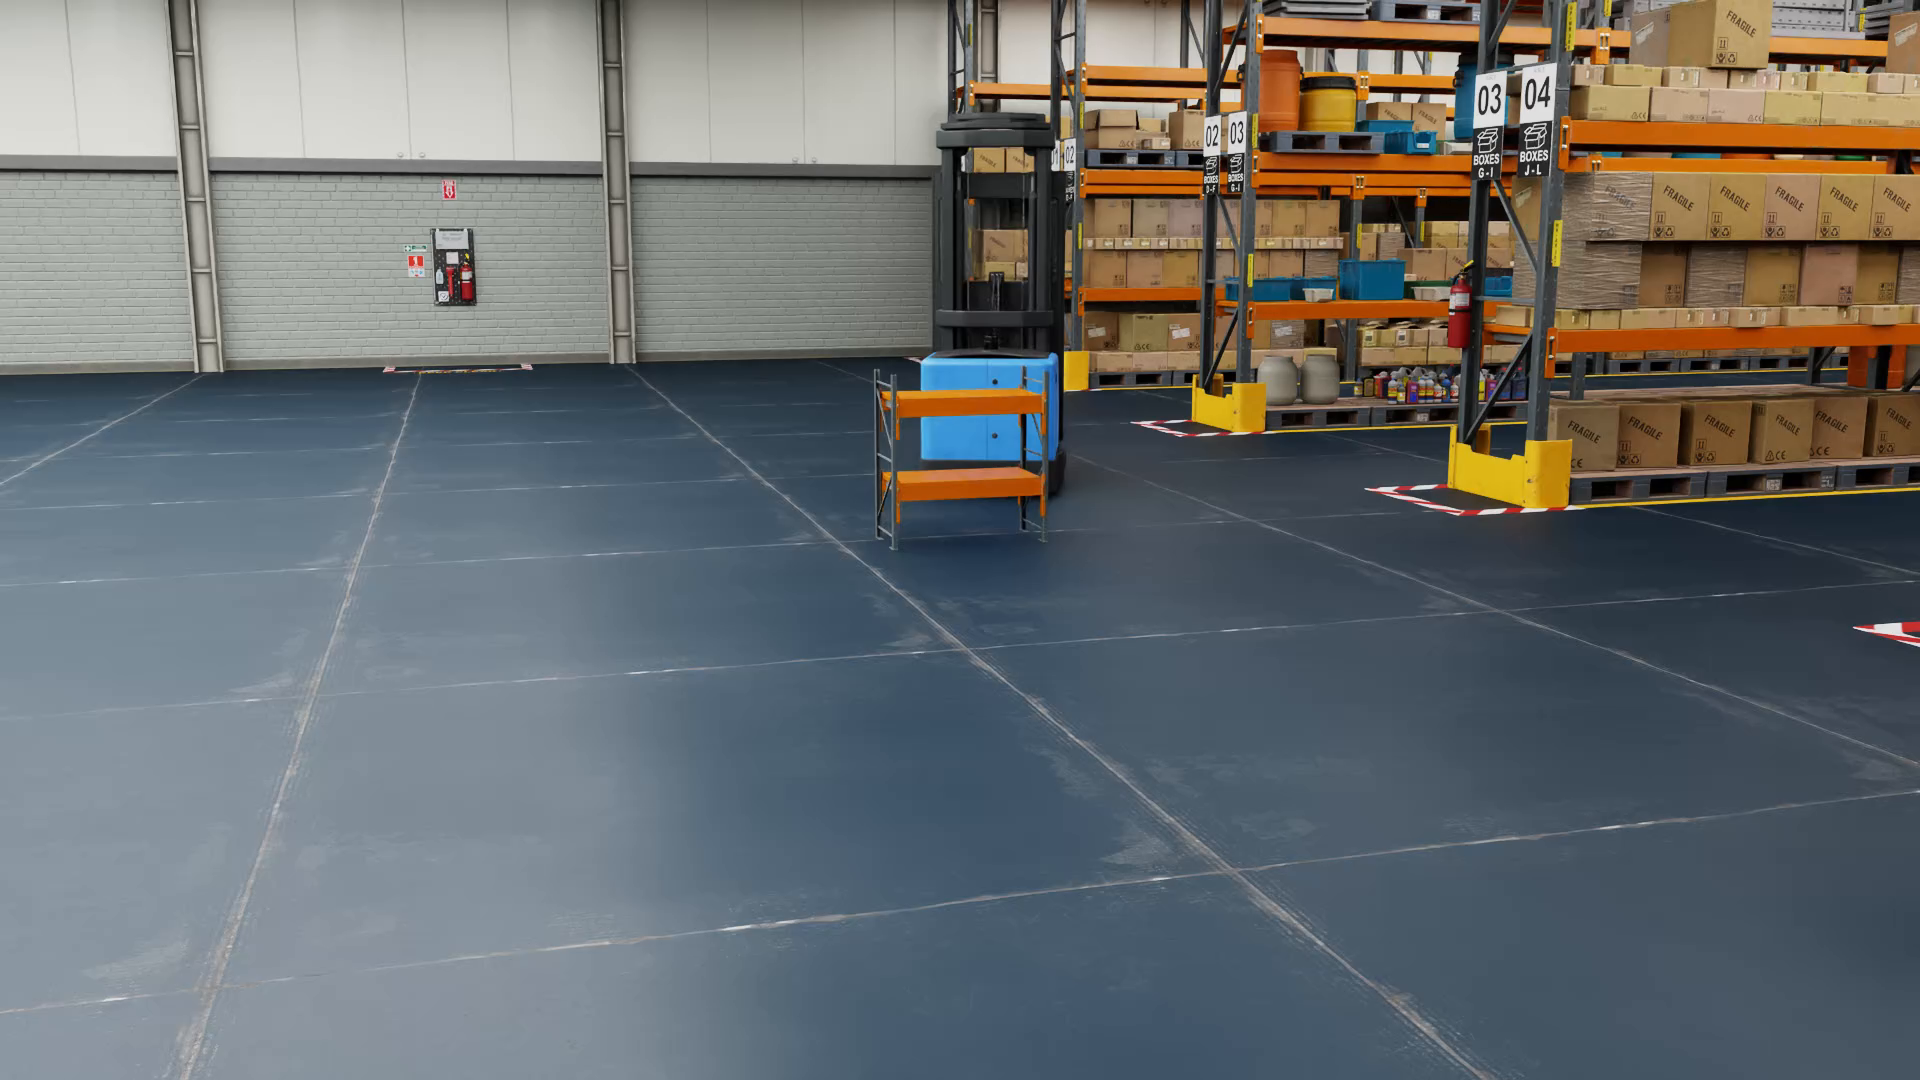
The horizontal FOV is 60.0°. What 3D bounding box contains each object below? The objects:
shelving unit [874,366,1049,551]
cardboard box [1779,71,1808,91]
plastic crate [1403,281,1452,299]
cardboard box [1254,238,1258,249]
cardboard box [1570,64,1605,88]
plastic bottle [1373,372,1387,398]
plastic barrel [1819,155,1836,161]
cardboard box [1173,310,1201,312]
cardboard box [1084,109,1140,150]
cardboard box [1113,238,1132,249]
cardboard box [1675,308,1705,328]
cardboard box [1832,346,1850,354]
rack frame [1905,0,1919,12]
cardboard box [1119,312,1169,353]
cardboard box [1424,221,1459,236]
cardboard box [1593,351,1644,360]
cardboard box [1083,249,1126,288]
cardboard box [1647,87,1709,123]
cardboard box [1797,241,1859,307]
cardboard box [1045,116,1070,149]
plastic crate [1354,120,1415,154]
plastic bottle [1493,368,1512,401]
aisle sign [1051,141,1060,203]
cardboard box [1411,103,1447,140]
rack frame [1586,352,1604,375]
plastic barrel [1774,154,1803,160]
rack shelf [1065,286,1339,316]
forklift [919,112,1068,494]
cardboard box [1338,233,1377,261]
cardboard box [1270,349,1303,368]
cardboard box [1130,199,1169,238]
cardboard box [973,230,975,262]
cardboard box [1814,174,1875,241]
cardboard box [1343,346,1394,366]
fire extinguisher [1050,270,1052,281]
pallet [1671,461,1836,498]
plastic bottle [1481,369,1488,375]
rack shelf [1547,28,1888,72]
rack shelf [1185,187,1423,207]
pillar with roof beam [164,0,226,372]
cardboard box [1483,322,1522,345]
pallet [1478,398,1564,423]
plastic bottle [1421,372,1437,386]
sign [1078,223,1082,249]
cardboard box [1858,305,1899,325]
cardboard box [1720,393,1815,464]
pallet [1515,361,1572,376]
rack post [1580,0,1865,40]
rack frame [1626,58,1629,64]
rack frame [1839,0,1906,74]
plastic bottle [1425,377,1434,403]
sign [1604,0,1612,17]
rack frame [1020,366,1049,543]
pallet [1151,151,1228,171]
[{"bbox_3d":[0.006,-0.554,10.946,1.048,1.125,0.538,-3,11,-16],"label":"shelving unit"},{"bbox_3d":[6.218,-3.478,12.682,0.250,0.149,0.380,-3,11,-18],"label":"cardboard box"},{"bbox_3d":[5.230,-2.750,18.286,0.662,0.188,0.450,-3,11,-16],"label":"plastic crate"},{"bbox_3d":[3.811,-3.989,22.360,0.250,0.149,0.380,-3,11,-14],"label":"cardboard box"},{"bbox_3d":[4.485,-3.382,12.160,0.250,0.149,0.380,-3,11,-16],"label":"cardboard box"},{"bbox_3d":[4.662,-1.726,18.443,0.135,0.276,0.152,-3,11,-16],"label":"plastic bottle"},{"bbox_3d":[10.069,-4.644,19.395,0.421,0.512,0.421,0,10,0],"label":"plastic barrel"},{"bbox_3d":[3.259,-2.913,22.949,0.500,0.500,0.500,-3,11,-16],"label":"cardboard box"},{"bbox_3d":[1.944,-5.363,21.775,0.637,0.503,0.797,-2,11,-12],"label":"cardboard box"},{"bbox_3d":[2.080,-3.897,21.864,0.250,0.149,0.380,-3,11,-17],"label":"cardboard box"},{"bbox_3d":[5.462,-1.707,12.729,0.250,0.149,0.380,-3,11,-16],"label":"cardboard box"},{"bbox_3d":[13.376,-3.018,25.366,0.500,0.311,0.500,-3,11,-16],"label":"cardboard box"},{"bbox_3d":[7.997,-4.964,13.154,0.127,3.000,1.000,-3,11,-16],"label":"rack frame"},{"bbox_3d":[2.447,-2.770,22.172,0.500,0.500,0.500,-3,11,-16],"label":"cardboard box"},{"bbox_3d":[8.219,-5.352,28.612,0.500,0.250,0.500,-3,11,-15],"label":"cardboard box"},{"bbox_3d":[9.589,-2.898,24.193,0.500,0.500,0.500,-3,11,-14],"label":"cardboard box"},{"bbox_3d":[1.843,-3.604,22.060,0.500,0.500,0.700,-3,11,-16],"label":"cardboard box"},{"bbox_3d":[5.184,-3.219,12.375,0.500,0.250,0.500,-3,11,-17],"label":"cardboard box"},{"bbox_3d":[6.605,-2.135,13.259,0.500,0.500,0.875,-3,11,-16],"label":"cardboard box"},{"bbox_3d":[1.425,-6.442,26.374,0.500,0.500,0.500,-3,11,-14],"label":"cardboard box"},{"bbox_3d":[4.518,-4.288,17.812,0.575,0.384,0.392,-3,11,-16],"label":"plastic crate"},{"bbox_3d":[5.890,-1.695,18.072,0.185,0.351,0.144,-4,11,-19],"label":"plastic bottle"},{"bbox_3d":[1.246,-4.859,21.976,0.004,0.787,0.394,-3,11,-16],"label":"aisle sign"},{"bbox_3d":[6.375,-5.769,22.999,0.500,0.500,0.500,-2,11,-10],"label":"cardboard box"},{"bbox_3d":[9.072,-3.938,24.152,0.127,3.000,1.000,-3,11,-16],"label":"rack frame"},{"bbox_3d":[9.297,-4.379,18.644,0.301,0.262,0.301,0,10,0],"label":"plastic barrel"},{"bbox_3d":[3.311,-3.280,22.567,4.000,0.370,1.077,-3,11,-16],"label":"rack shelf"},{"bbox_3d":[0.336,-2.011,13.875,1.130,2.935,3.031,1,10,5],"label":"forklift"},{"bbox_3d":[6.706,-5.006,28.461,0.500,0.500,0.700,-4,11,-21],"label":"cardboard box"},{"bbox_3d":[4.364,-2.505,22.801,0.500,0.250,0.500,-3,11,-16],"label":"cardboard box"},{"bbox_3d":[2.397,-4.272,22.106,0.500,0.500,0.700,-3,11,-17],"label":"cardboard box"},{"bbox_3d":[0.396,-4.760,26.903,0.500,0.500,0.500,-3,11,-17],"label":"cardboard box"},{"bbox_3d":[6.681,-2.579,12.911,0.500,0.500,0.500,-3,11,-16],"label":"cardboard box"},{"bbox_3d":[5.688,-2.567,23.140,0.500,0.250,0.500,-3,11,-17],"label":"cardboard box"},{"bbox_3d":[1.147,-3.570,22.366,0.183,0.674,0.296,-3,11,-16],"label":"fire extinguisher"},{"bbox_3d":[6.188,-0.539,13.392,1.213,0.211,1.003,-3,11,-16],"label":"pallet"},{"bbox_3d":[5.881,-1.790,18.792,0.135,0.276,0.152,-3,11,-14],"label":"plastic bottle"},{"bbox_3d":[8.532,-5.375,18.482,4.000,0.370,1.077,-3,11,-16],"label":"rack shelf"},{"bbox_3d":[5.763,-5.819,28.072,4.000,0.370,1.077,-3,11,-16],"label":"rack shelf"},{"bbox_3d":[-9.886,-6.174,19.731,0.400,9.000,9.100,-3,11,-16],"label":"pillar with roof beam"},{"bbox_3d":[7.655,-2.946,23.650,0.500,0.311,0.500,-3,11,-16],"label":"cardboard box"},{"bbox_3d":[5.956,-1.476,18.481,1.213,0.211,1.003,-3,11,-16],"label":"pallet"},{"bbox_3d":[5.197,-1.727,18.449,0.135,0.276,0.152,-3,11,-16],"label":"plastic bottle"},{"bbox_3d":[1.540,-3.901,21.341,0.005,0.325,0.100,-3,11,-16],"label":"sign"},{"bbox_3d":[7.164,-1.782,13.137,0.250,0.149,0.380,-3,11,-16],"label":"cardboard box"},{"bbox_3d":[6.479,-0.902,13.403,0.500,0.500,0.500,-4,11,-21],"label":"cardboard box"},{"bbox_3d":[8.271,-2.532,24.215,1.213,0.211,1.003,-3,11,-16],"label":"pallet"},{"bbox_3d":[8.479,-6.037,18.435,3.121,1.000,1.013,-3,11,-16],"label":"rack post"},{"bbox_3d":[11.524,-7.952,29.385,0.127,3.000,1.000,-3,11,-16],"label":"rack frame"},{"bbox_3d":[10.453,-6.027,18.930,0.127,3.000,1.000,-3,11,-16],"label":"rack frame"},{"bbox_3d":[5.025,-1.606,17.807,0.097,0.271,0.097,0,10,0],"label":"plastic bottle"},{"bbox_3d":[6.755,-5.626,17.327,0.005,0.325,0.100,-3,11,-16],"label":"sign"},{"bbox_3d":[0.495,-0.579,11.086,0.032,1.125,0.500,-3,11,-16],"label":"rack frame"},{"bbox_3d":[3.250,-5.058,22.198,1.213,0.211,1.003,-3,11,-16],"label":"pallet"}]
